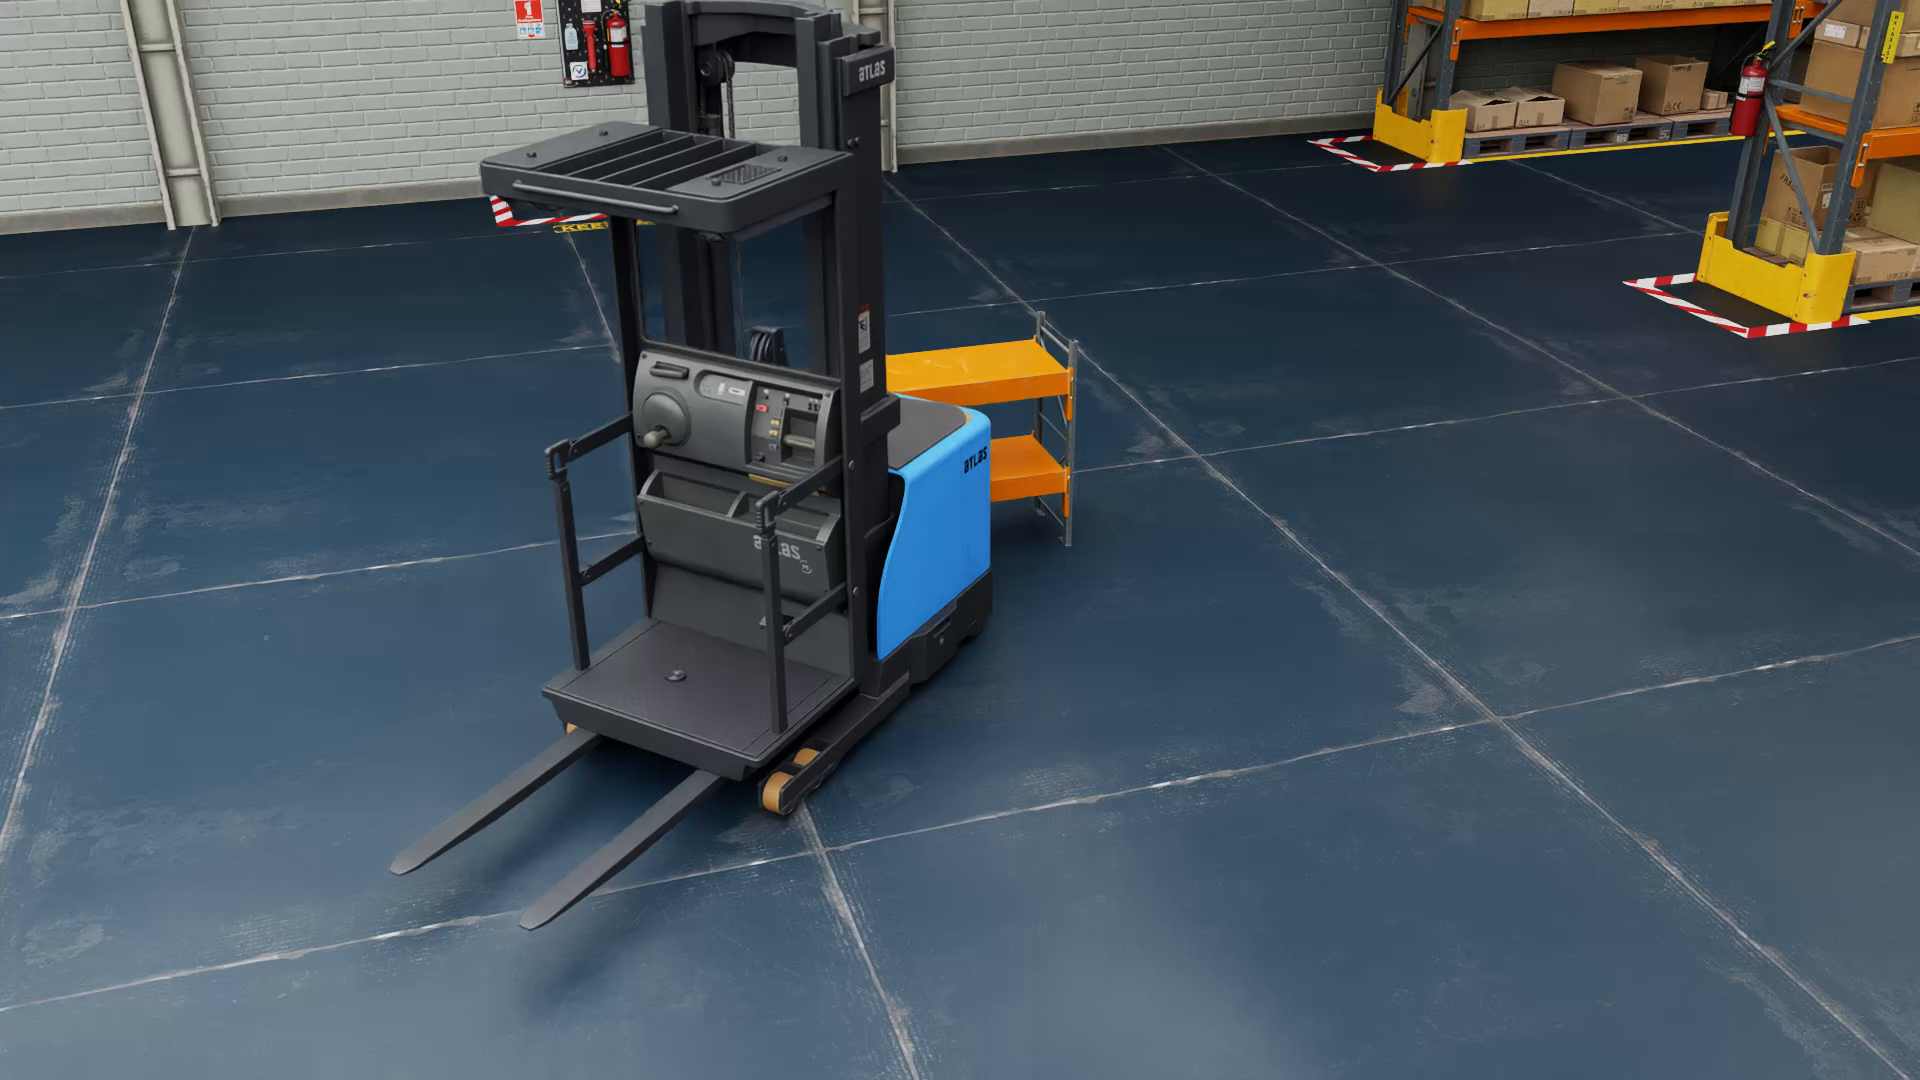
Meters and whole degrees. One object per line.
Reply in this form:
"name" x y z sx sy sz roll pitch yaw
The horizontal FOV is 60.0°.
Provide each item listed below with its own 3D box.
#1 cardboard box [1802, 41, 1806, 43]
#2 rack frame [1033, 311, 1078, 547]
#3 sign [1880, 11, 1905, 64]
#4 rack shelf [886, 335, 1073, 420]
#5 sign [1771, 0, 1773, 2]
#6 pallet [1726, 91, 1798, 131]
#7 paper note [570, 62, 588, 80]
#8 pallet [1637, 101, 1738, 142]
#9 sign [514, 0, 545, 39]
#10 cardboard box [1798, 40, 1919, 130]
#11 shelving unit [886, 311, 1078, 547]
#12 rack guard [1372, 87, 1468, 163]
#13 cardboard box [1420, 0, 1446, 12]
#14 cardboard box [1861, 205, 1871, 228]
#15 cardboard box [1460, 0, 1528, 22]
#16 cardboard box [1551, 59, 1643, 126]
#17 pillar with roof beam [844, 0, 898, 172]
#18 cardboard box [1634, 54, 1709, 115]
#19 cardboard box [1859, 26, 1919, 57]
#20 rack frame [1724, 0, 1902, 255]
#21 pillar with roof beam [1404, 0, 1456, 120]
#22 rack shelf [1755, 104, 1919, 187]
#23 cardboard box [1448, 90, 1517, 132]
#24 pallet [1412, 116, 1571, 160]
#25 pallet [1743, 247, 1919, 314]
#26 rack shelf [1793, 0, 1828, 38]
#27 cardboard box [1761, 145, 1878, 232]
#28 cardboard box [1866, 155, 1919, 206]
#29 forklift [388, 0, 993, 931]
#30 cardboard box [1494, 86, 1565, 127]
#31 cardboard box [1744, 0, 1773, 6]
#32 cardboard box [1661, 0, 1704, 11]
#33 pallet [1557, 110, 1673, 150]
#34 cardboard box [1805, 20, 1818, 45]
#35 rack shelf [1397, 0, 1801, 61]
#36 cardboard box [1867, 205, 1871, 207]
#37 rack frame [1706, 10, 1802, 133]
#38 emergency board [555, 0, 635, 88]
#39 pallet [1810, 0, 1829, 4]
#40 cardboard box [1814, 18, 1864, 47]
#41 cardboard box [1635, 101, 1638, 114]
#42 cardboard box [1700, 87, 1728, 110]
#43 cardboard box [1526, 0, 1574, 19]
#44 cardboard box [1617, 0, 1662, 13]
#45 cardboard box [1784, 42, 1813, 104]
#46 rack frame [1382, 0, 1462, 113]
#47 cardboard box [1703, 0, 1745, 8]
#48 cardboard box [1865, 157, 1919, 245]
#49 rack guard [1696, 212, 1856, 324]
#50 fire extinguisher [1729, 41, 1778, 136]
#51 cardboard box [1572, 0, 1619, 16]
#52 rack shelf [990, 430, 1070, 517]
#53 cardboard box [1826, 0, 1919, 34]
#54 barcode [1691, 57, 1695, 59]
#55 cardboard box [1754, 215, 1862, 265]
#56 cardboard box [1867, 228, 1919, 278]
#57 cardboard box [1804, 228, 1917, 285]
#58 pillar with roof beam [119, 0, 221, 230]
"cardboard box" 9.454 -5.069 17.904 0.500 0.500 0.700 -9 28 -17
"rack frame" 0.490 -0.575 8.643 0.032 1.125 0.500 -8 28 -16
"sign" 6.184 -3.334 11.030 0.005 0.325 0.100 -8 28 -16
"rack shelf" 0.006 -0.767 8.372 1.000 0.278 0.538 -8 28 -16
"sign" 5.863 -4.002 11.870 0.005 0.325 0.100 -8 28 -16
"pallet" 9.024 -4.650 17.879 1.213 0.211 1.003 -8 28 -16
"paper note" -3.378 -4.162 14.752 0.142 0.148 0.016 -8 28 -16
"pallet" 7.656 -4.435 17.446 1.213 0.211 1.003 -8 28 -16
"sign" -3.746 -4.536 14.473 0.234 0.329 0.001 -8 28 -16
"cardboard box" 6.466 -3.250 11.811 0.500 0.500 0.700 -8 28 -16
"shelving unit" 0.006 -0.505 8.502 1.048 1.125 0.538 -8 28 -16
"rack guard" 4.553 -4.131 16.509 0.348 0.500 1.175 -8 28 -16
"cardboard box" 4.865 -5.329 16.256 0.500 0.250 0.500 -8 27 -15
"cardboard box" 6.908 -2.376 12.782 0.500 0.250 0.500 -8 28 -16
"cardboard box" 5.043 -5.115 15.826 0.500 0.250 0.500 -9 28 -18
"cardboard box" 6.421 -4.533 16.825 0.500 0.500 0.700 -10 28 -19
"pillar with roof beam" 0.506 -5.743 10.199 0.400 9.000 9.100 -8 28 -16
"cardboard box" 7.309 -4.709 17.178 0.500 0.500 0.500 -10 28 -20
"cardboard box" 6.458 -3.445 11.474 0.250 0.149 0.380 -8 28 -16
"rack frame" 6.018 -3.146 11.715 0.127 3.000 1.000 -8 28 -16
"pillar with roof beam" 6.211 -6.569 11.863 0.400 9.000 9.100 -8 28 -16
"rack shelf" 7.920 -3.100 12.429 4.000 0.370 1.077 -8 28 -16
"cardboard box" 5.166 -4.290 16.548 0.500 0.311 0.500 -12 29 -22
"pallet" 5.336 -4.099 16.769 1.213 0.211 1.003 -8 28 -16
"pallet" 6.732 -2.021 12.582 1.213 0.211 1.003 -8 28 -16
"rack shelf" 10.186 -5.744 17.757 4.000 0.370 1.077 -8 28 -16
"cardboard box" 6.436 -2.639 12.468 0.500 0.500 0.500 -8 28 -16
"cardboard box" 7.382 -2.782 12.758 0.500 0.500 0.500 -8 28 -16
"forklift" -1.001 -0.460 6.380 1.130 2.935 3.031 14 30 26
"cardboard box" 5.708 -4.369 16.706 0.500 0.311 0.500 -6 27 -12
"cardboard box" 7.927 -5.540 16.681 0.500 0.250 0.500 -8 28 -16
"cardboard box" 6.978 -5.399 16.397 0.500 0.250 0.500 -8 28 -16
"pallet" 6.494 -4.265 17.104 1.213 0.211 1.003 -8 28 -16
"cardboard box" 9.396 -5.375 17.677 0.500 0.250 0.500 -9 28 -17
"rack shelf" 6.382 -5.194 16.647 4.000 0.370 1.077 -8 28 -16
"cardboard box" 7.383 -2.445 12.922 0.500 0.250 0.500 -8 28 -16
"rack frame" 8.284 -5.791 17.042 0.127 3.000 1.000 -8 28 -16
"emergency board" -3.188 -4.552 14.546 0.643 1.169 0.194 -8 28 -16
"pallet" 9.056 -5.749 17.173 1.213 0.211 1.003 -8 28 -16
"cardboard box" 6.322 -3.615 11.816 0.250 0.149 0.380 -9 28 -17
"cardboard box" 6.757 -4.500 17.151 0.250 0.149 0.380 -11 28 -20
"cardboard box" 7.784 -4.633 17.400 0.250 0.166 0.380 -12 29 -23
"cardboard box" 5.532 -5.193 15.982 0.500 0.250 0.500 -9 28 -18
"cardboard box" 6.500 -5.329 16.257 0.500 0.250 0.500 -8 28 -16
"cardboard box" 8.979 -4.977 17.718 0.500 0.500 0.700 -7 27 -14
"rack frame" 4.481 -5.240 15.932 0.127 3.000 1.000 -8 28 -16
"cardboard box" 7.451 -5.474 16.550 0.500 0.250 0.500 -8 28 -16
"cardboard box" 7.072 -2.488 12.165 0.500 0.500 0.500 -8 28 -16
"rack guard" 5.995 -2.024 12.264 0.348 0.500 1.175 -8 28 -16
"fire extinguisher" 5.762 -3.292 12.095 0.183 0.674 0.296 -8 28 -16
"cardboard box" 6.018 -5.260 16.119 0.500 0.250 0.500 -9 28 -17
"rack shelf" 0.006 -0.286 8.610 1.000 0.278 0.538 -8 28 -16
"cardboard box" 6.516 -3.838 11.537 0.500 0.500 0.700 -8 28 -16
"barcode" 7.696 -5.039 17.483 0.075 0.075 0.001 -8 28 -16
"cardboard box" 6.437 -2.302 12.633 0.500 0.250 0.500 -8 28 -16
"cardboard box" 7.071 -2.153 12.334 0.500 0.250 0.500 -8 28 -16
"cardboard box" 6.597 -2.083 12.192 0.500 0.250 0.500 -8 28 -16
"pillar with roof beam" -5.199 -4.917 8.534 0.400 9.000 9.100 -8 28 -16
